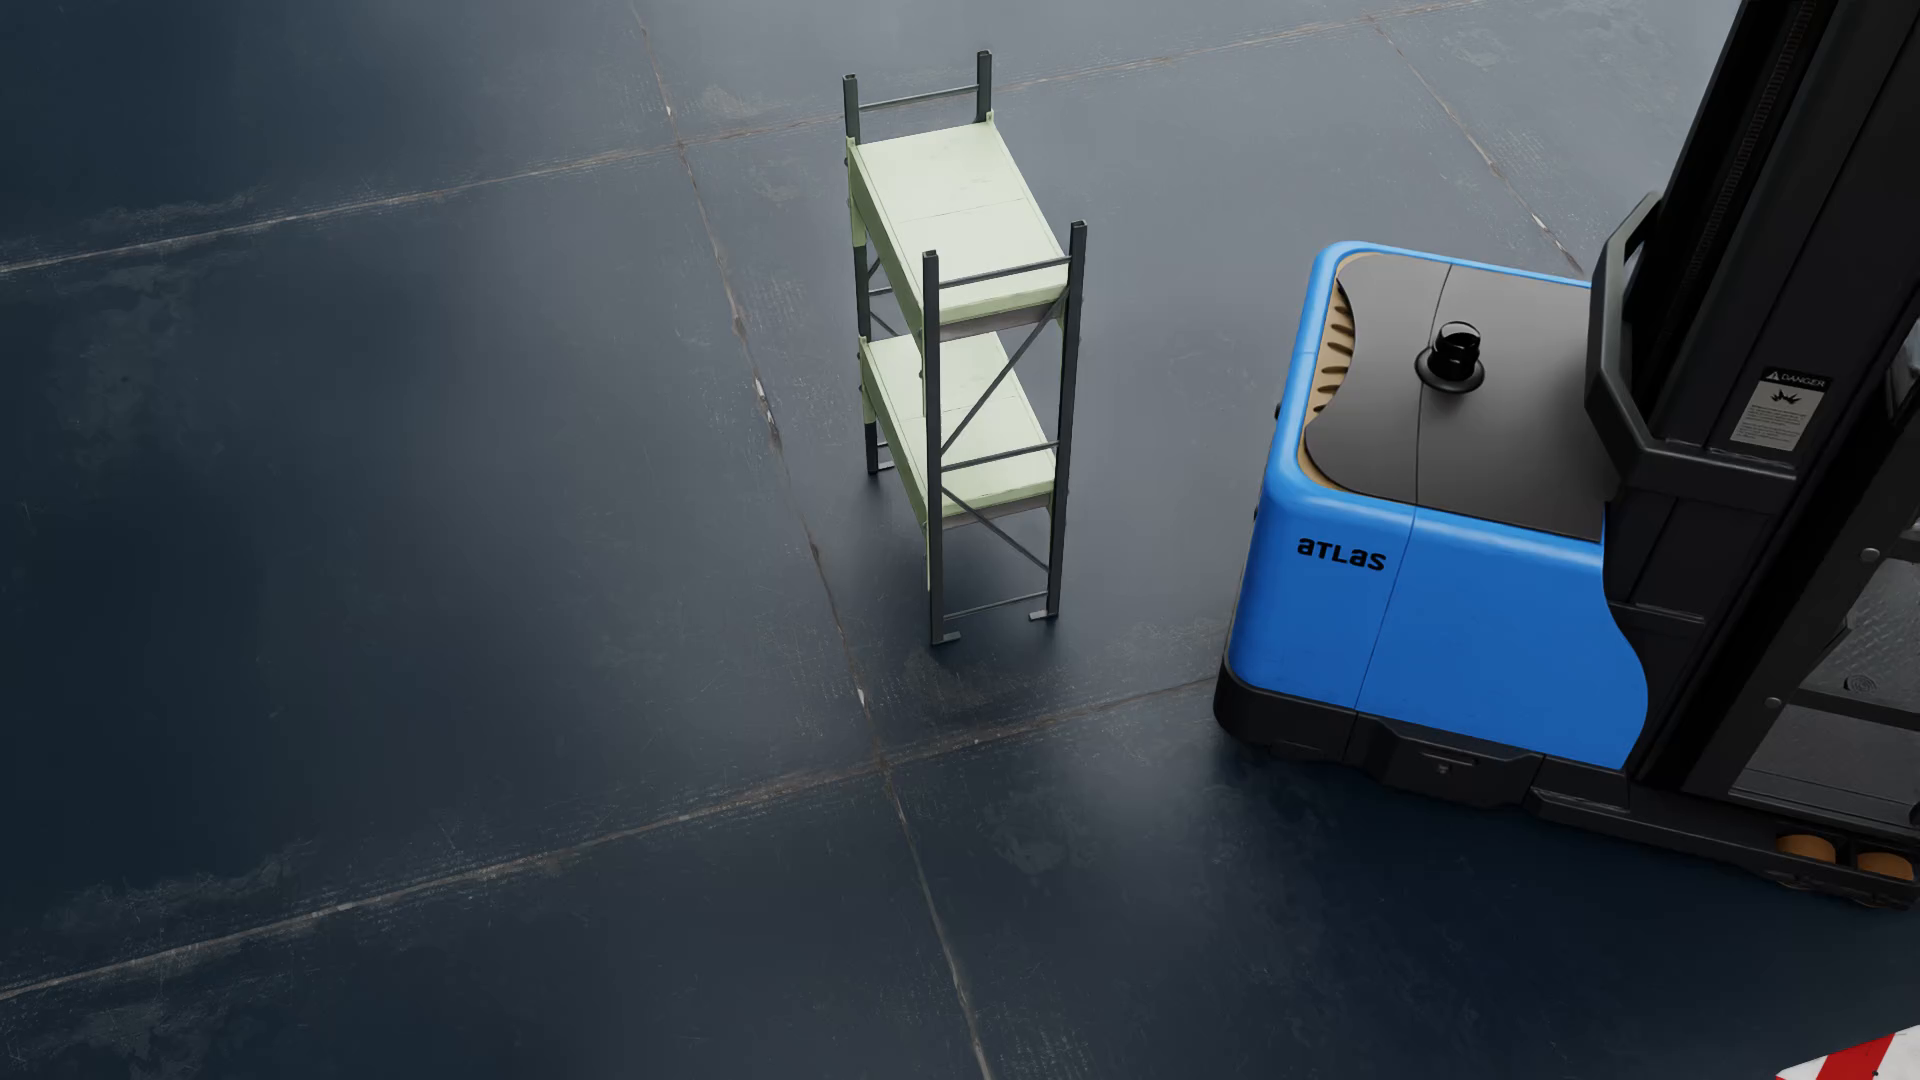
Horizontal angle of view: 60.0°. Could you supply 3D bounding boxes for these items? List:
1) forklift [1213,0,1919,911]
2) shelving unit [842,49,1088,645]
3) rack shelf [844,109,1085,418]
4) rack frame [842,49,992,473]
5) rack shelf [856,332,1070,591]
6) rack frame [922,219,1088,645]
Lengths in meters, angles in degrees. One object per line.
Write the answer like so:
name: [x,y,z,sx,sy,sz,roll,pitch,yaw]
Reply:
forklift: [2.298,-0.423,3.689,3.031,2.935,1.130,12,51,10]
shelving unit: [-0.002,-0.488,4.681,0.431,1.500,0.755,-13,51,-11]
rack shelf: [-0.002,-0.740,4.382,0.431,0.370,0.720,-13,51,-11]
rack frame: [-0.110,-0.756,4.906,0.400,1.500,0.023,-13,51,-11]
rack shelf: [-0.002,-0.278,4.930,0.431,0.370,0.720,-13,51,-11]
rack frame: [0.106,-0.221,4.455,0.400,1.500,0.023,-13,51,-11]
